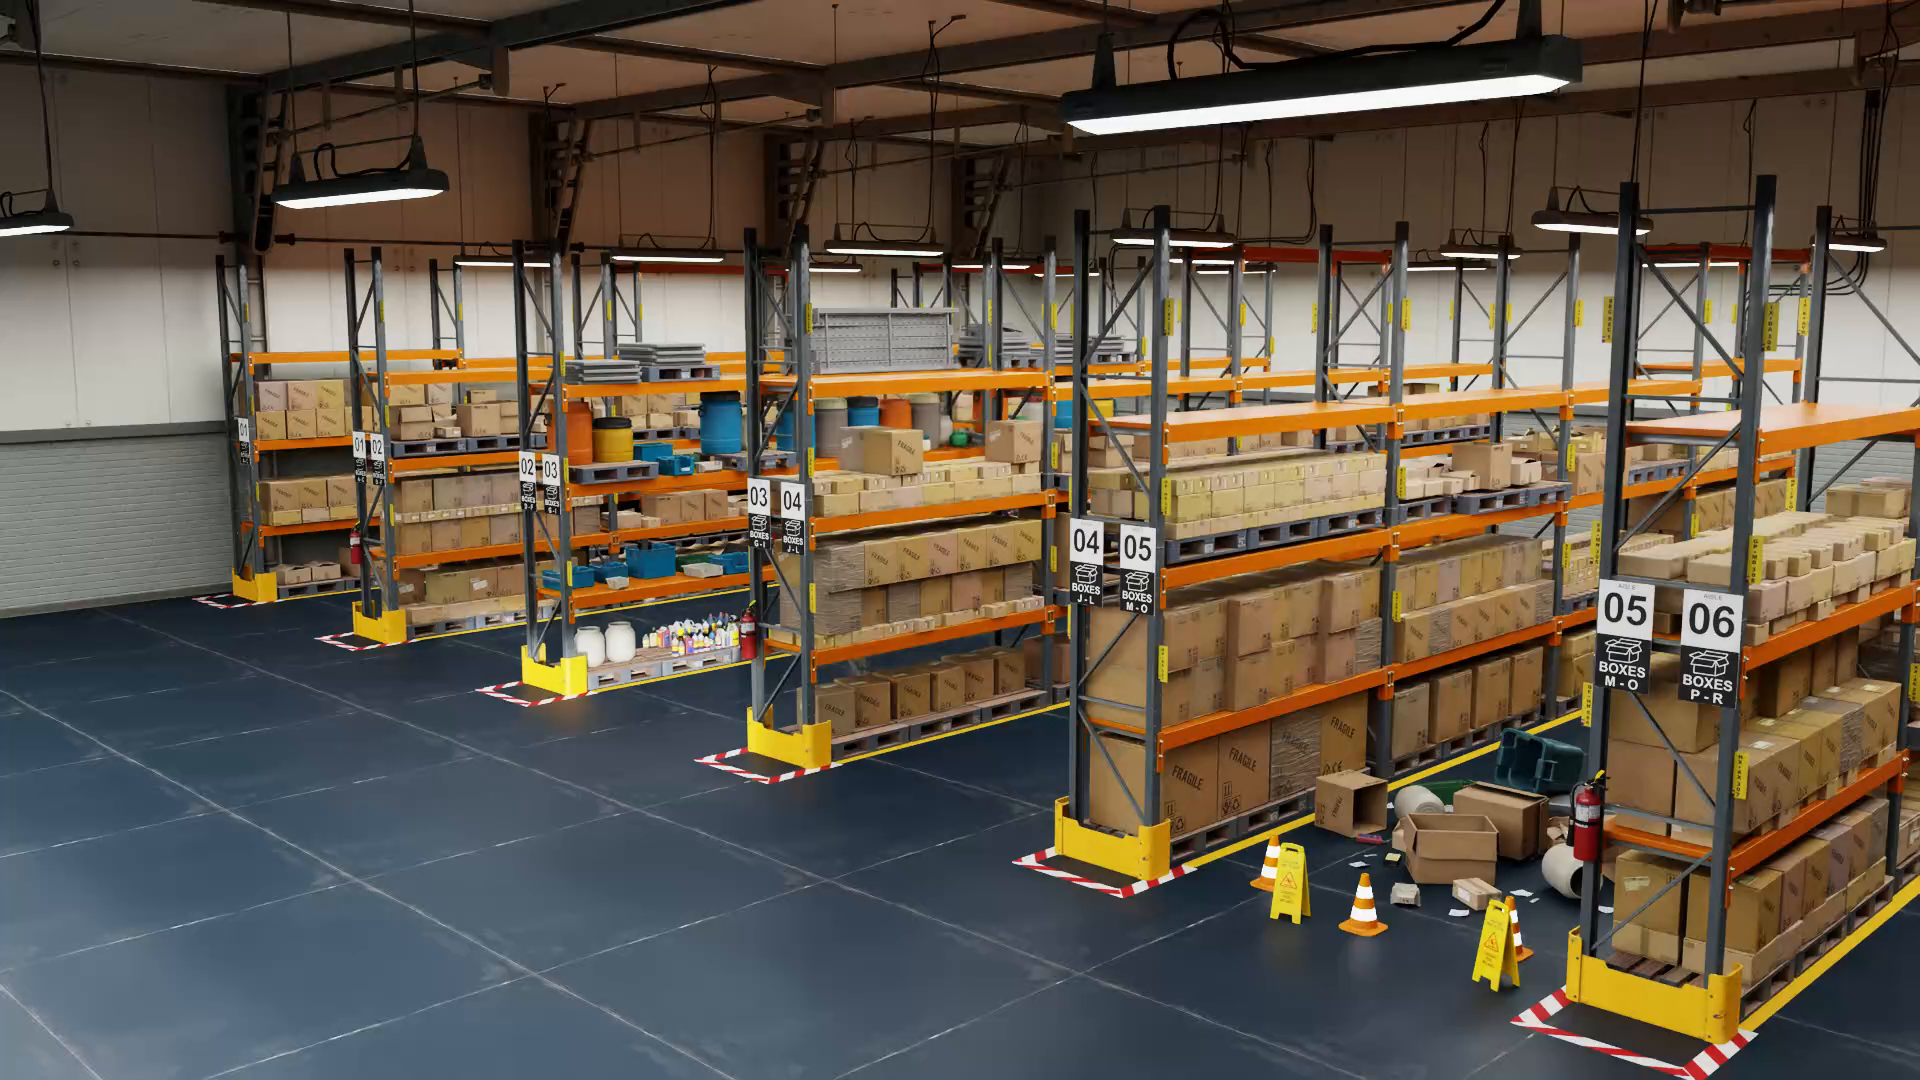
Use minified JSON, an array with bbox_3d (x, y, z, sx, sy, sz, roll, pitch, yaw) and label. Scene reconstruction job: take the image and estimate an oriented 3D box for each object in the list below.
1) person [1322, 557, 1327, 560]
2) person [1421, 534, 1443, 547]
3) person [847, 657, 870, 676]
[{"bbox_3d":[5.174,0.990,23.651,0.687,1.782,0.879,6,10,38],"label":"person"},{"bbox_3d":[7.291,0.694,25.520,0.633,1.811,0.814,7,10,39],"label":"person"},{"bbox_3d":[-1.485,1.163,22.582,0.604,1.629,0.581,6,10,35],"label":"person"}]
